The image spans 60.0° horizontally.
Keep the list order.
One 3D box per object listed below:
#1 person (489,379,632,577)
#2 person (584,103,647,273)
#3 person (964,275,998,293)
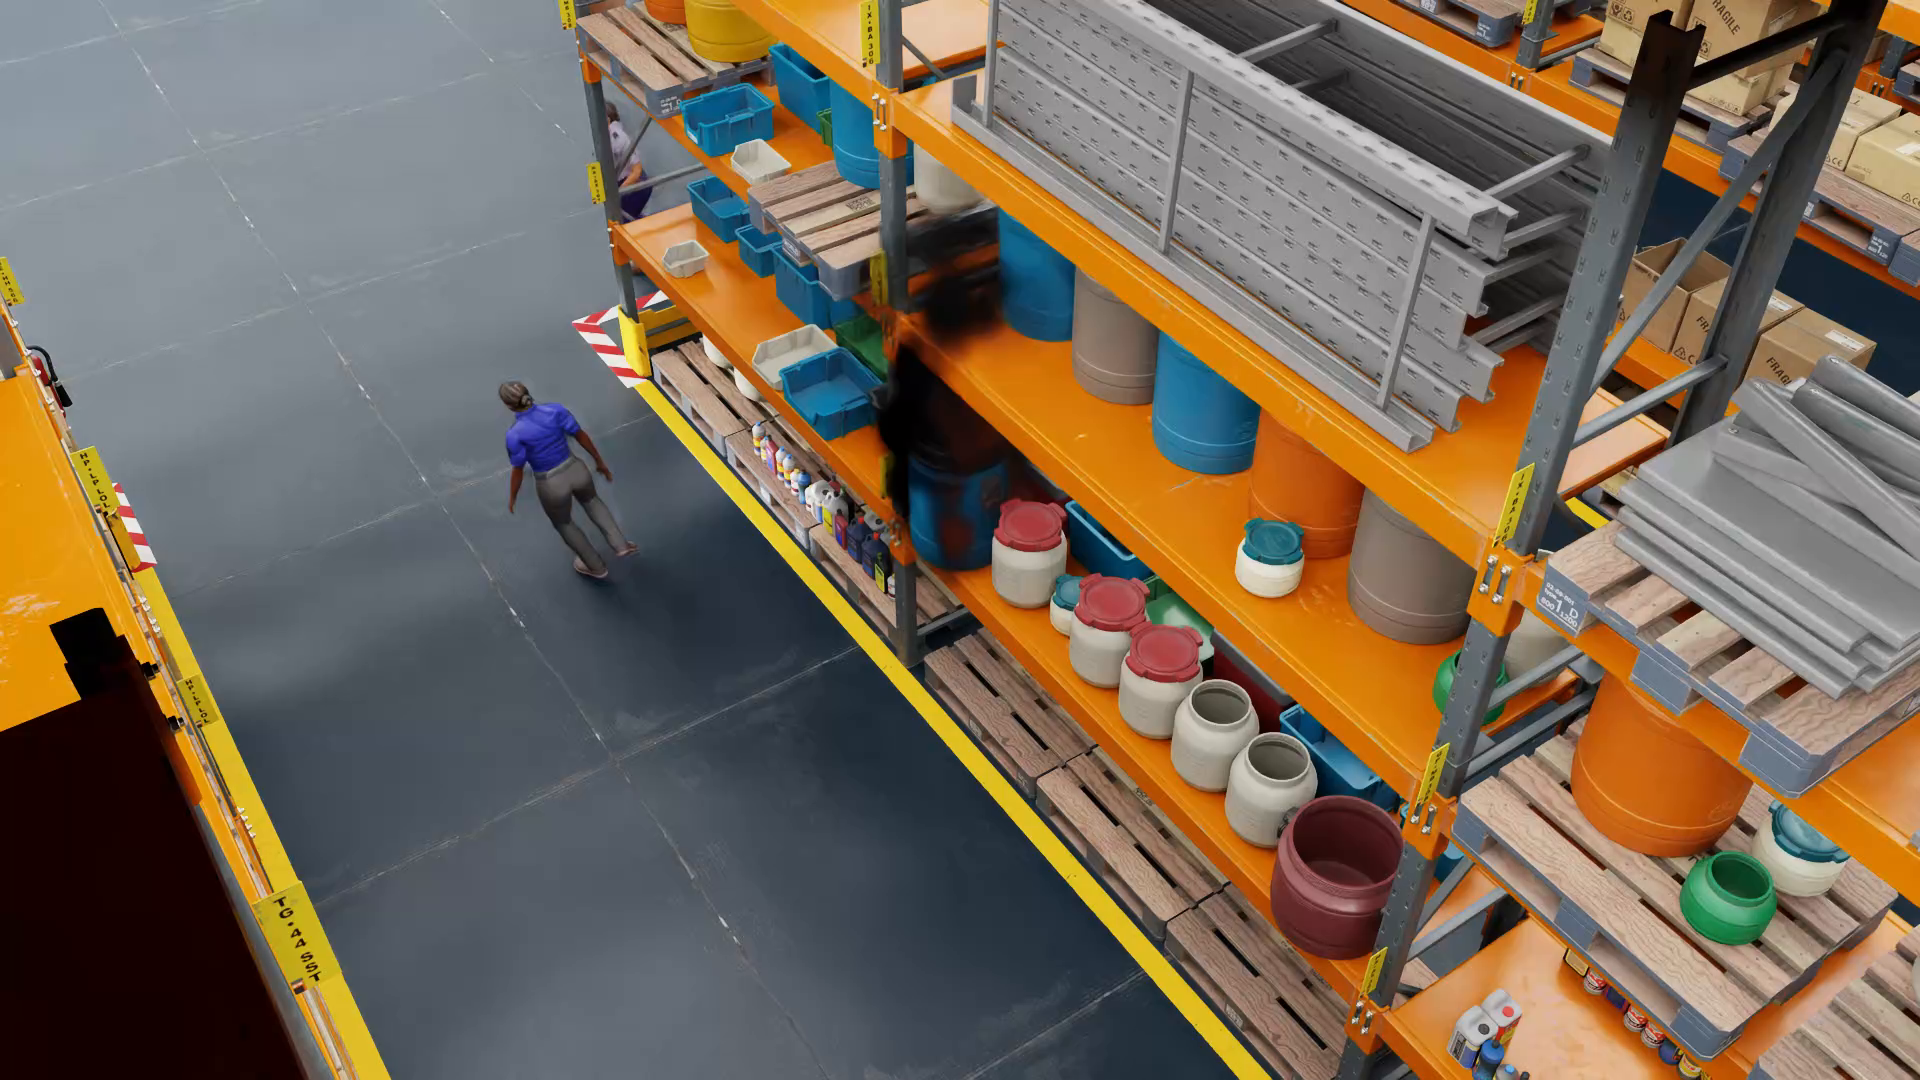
[{"bbox_3d":[-2.673,-0.392,11.039,0.693,1.543,0.644,-32,51,-30],"label":"person"},{"bbox_3d":[-2.791,-2.943,13.814,0.576,1.570,0.600,-15,45,-16],"label":"person"},{"bbox_3d":[0.353,-2.432,13.131,0.904,1.737,0.703,11,44,12],"label":"person"}]
